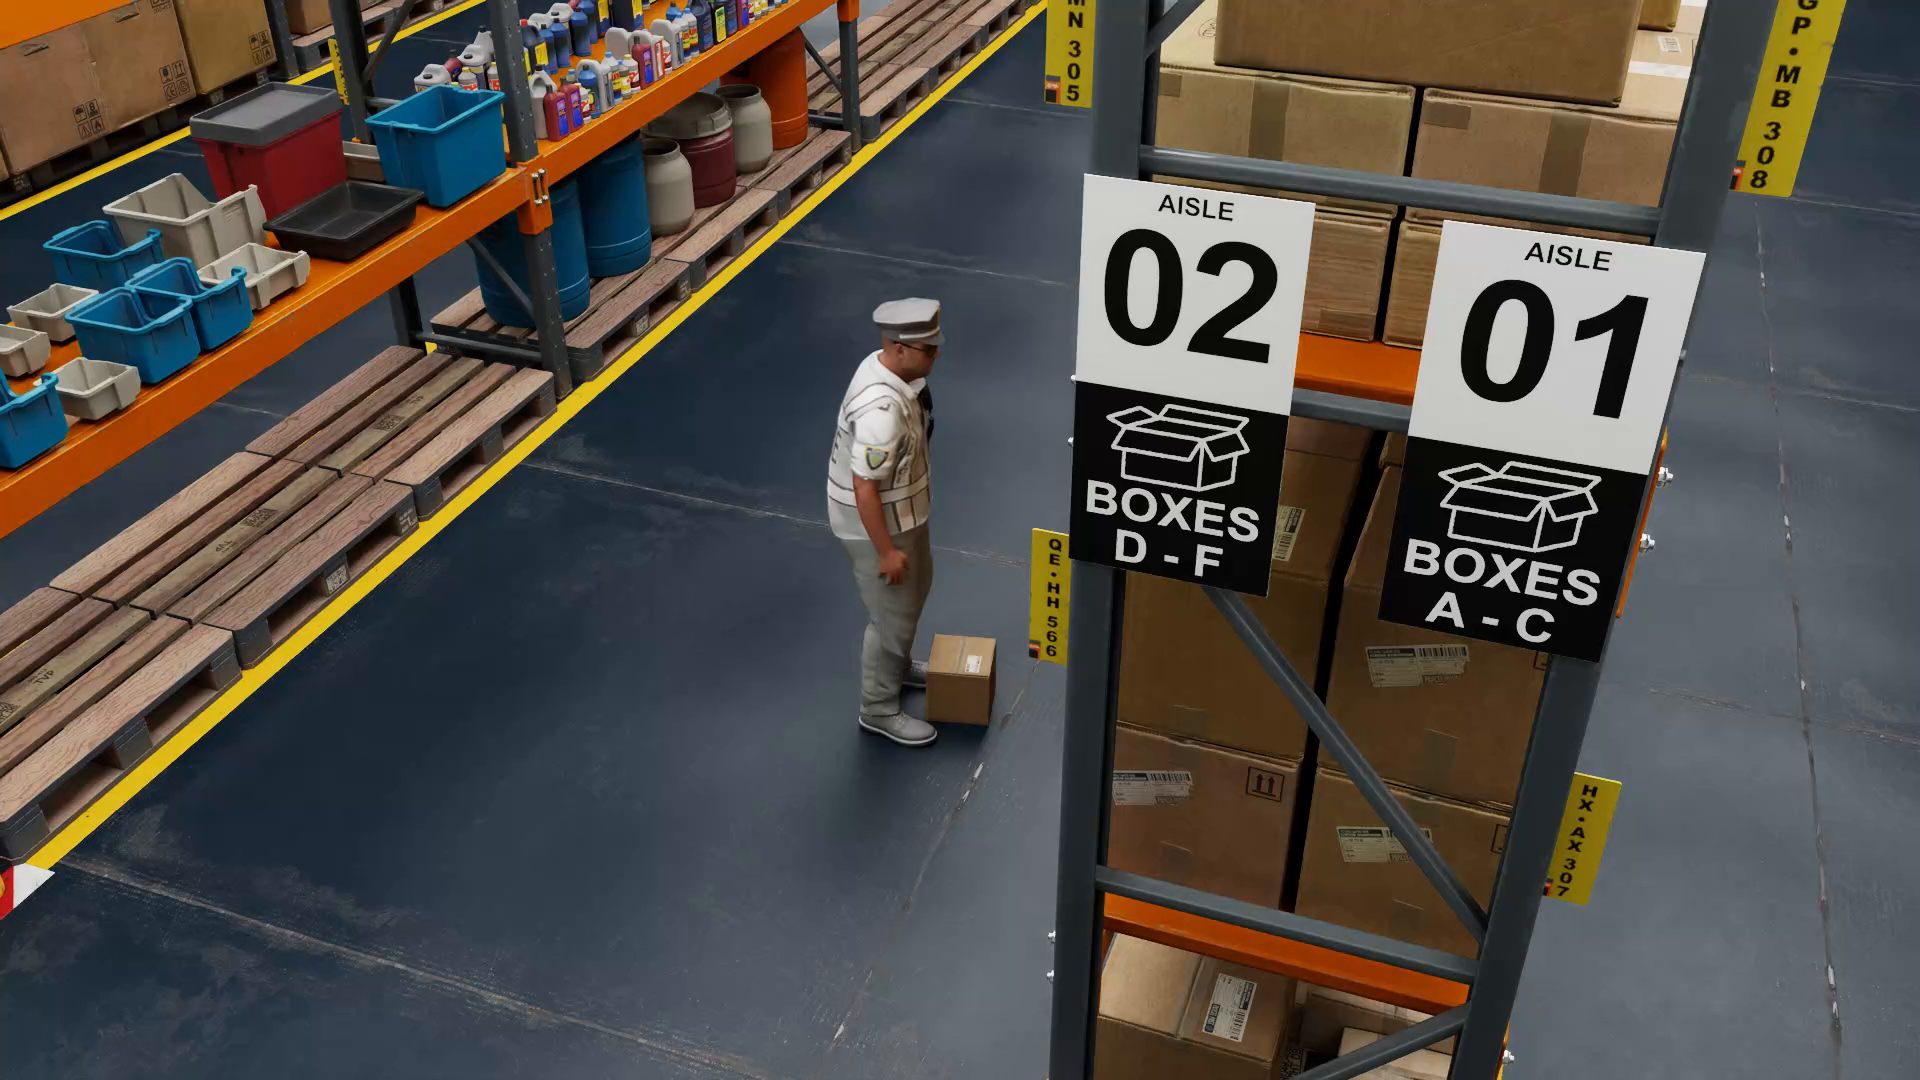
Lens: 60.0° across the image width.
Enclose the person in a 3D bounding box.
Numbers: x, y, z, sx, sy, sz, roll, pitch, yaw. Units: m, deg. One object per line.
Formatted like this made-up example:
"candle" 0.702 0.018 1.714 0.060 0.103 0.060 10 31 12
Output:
"person" -0.264 -0.088 6.267 0.434 1.749 0.585 6 33 9
